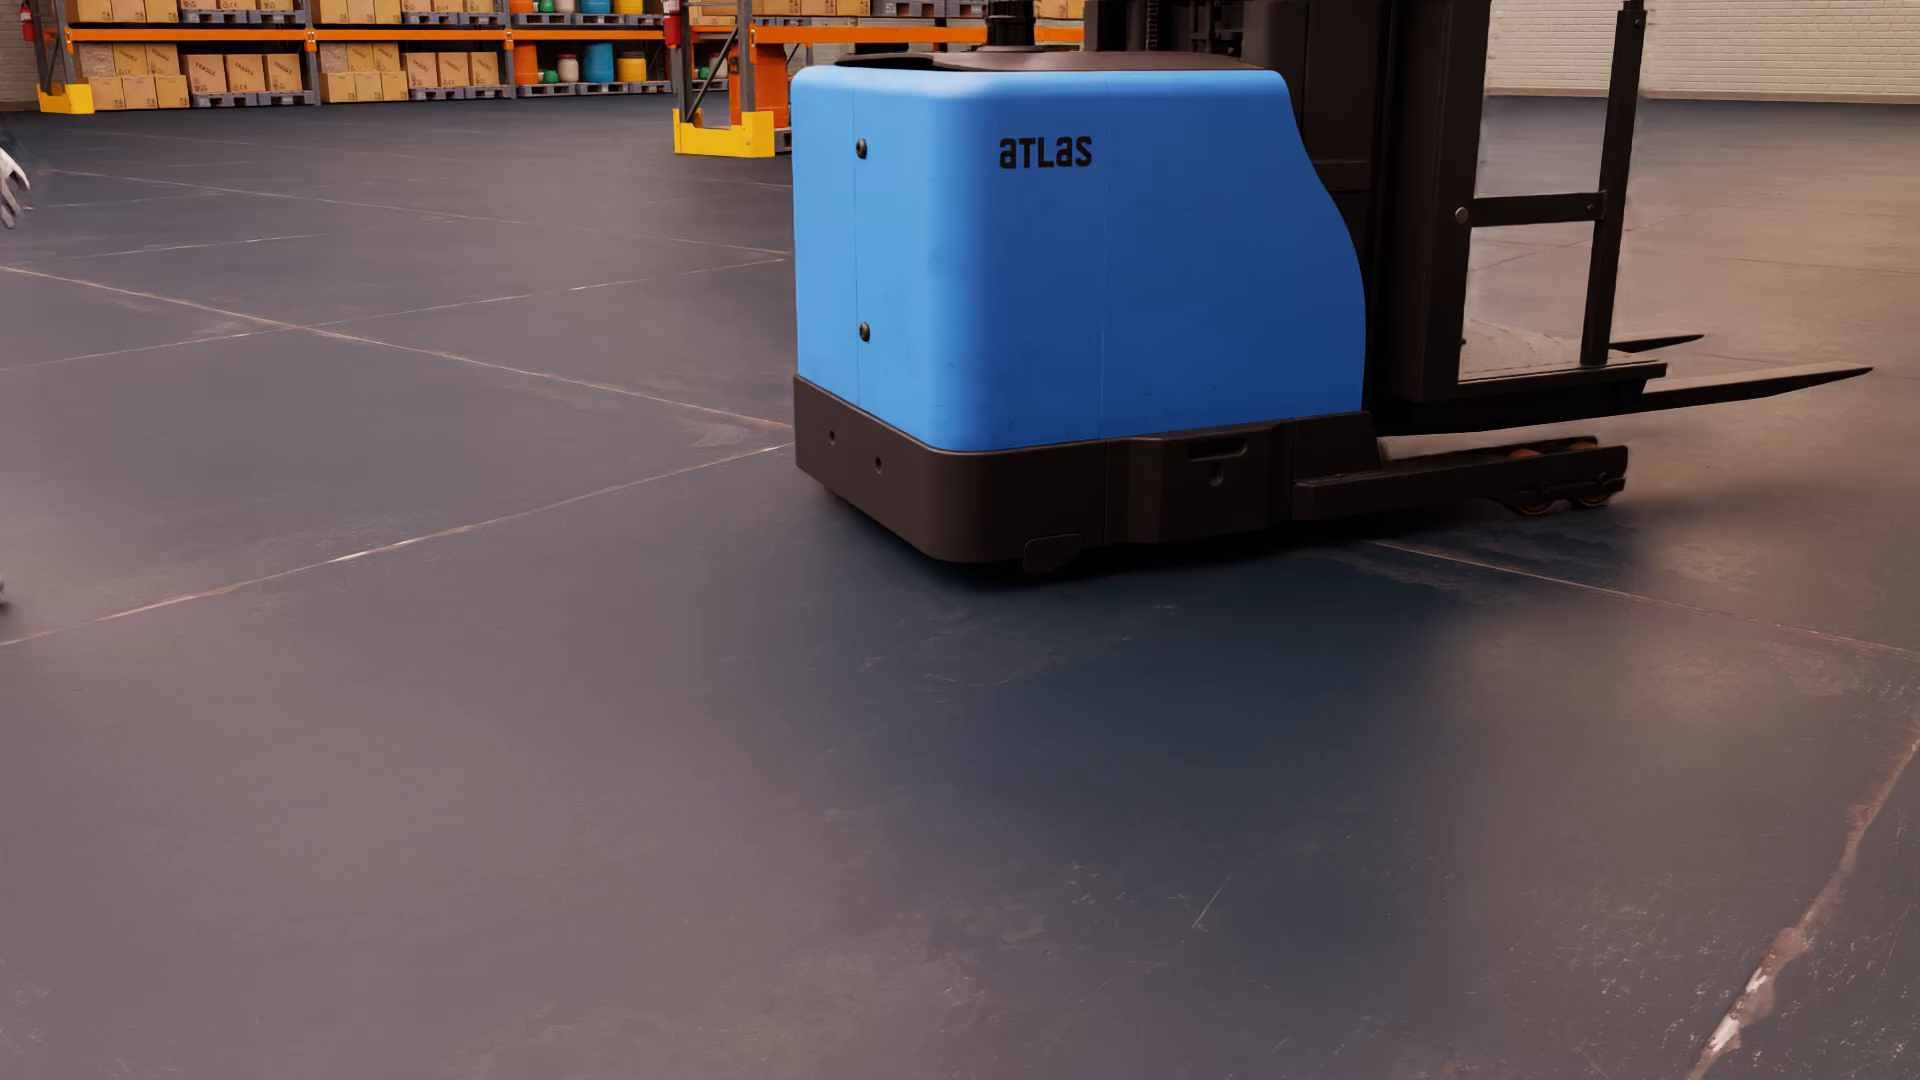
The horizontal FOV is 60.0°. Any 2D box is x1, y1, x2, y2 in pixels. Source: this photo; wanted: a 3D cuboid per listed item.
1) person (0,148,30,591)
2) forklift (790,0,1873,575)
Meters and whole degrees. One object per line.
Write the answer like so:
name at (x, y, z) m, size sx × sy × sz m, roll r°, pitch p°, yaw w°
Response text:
person at (-2.289, -0.606, 3.034) m, size 0.986 × 1.713 × 0.560 m, roll -16°, pitch 23°, yaw -42°
forklift at (1.131, -1.593, 4.145) m, size 3.031 × 2.935 × 1.130 m, roll -8°, pitch 18°, yaw -23°
